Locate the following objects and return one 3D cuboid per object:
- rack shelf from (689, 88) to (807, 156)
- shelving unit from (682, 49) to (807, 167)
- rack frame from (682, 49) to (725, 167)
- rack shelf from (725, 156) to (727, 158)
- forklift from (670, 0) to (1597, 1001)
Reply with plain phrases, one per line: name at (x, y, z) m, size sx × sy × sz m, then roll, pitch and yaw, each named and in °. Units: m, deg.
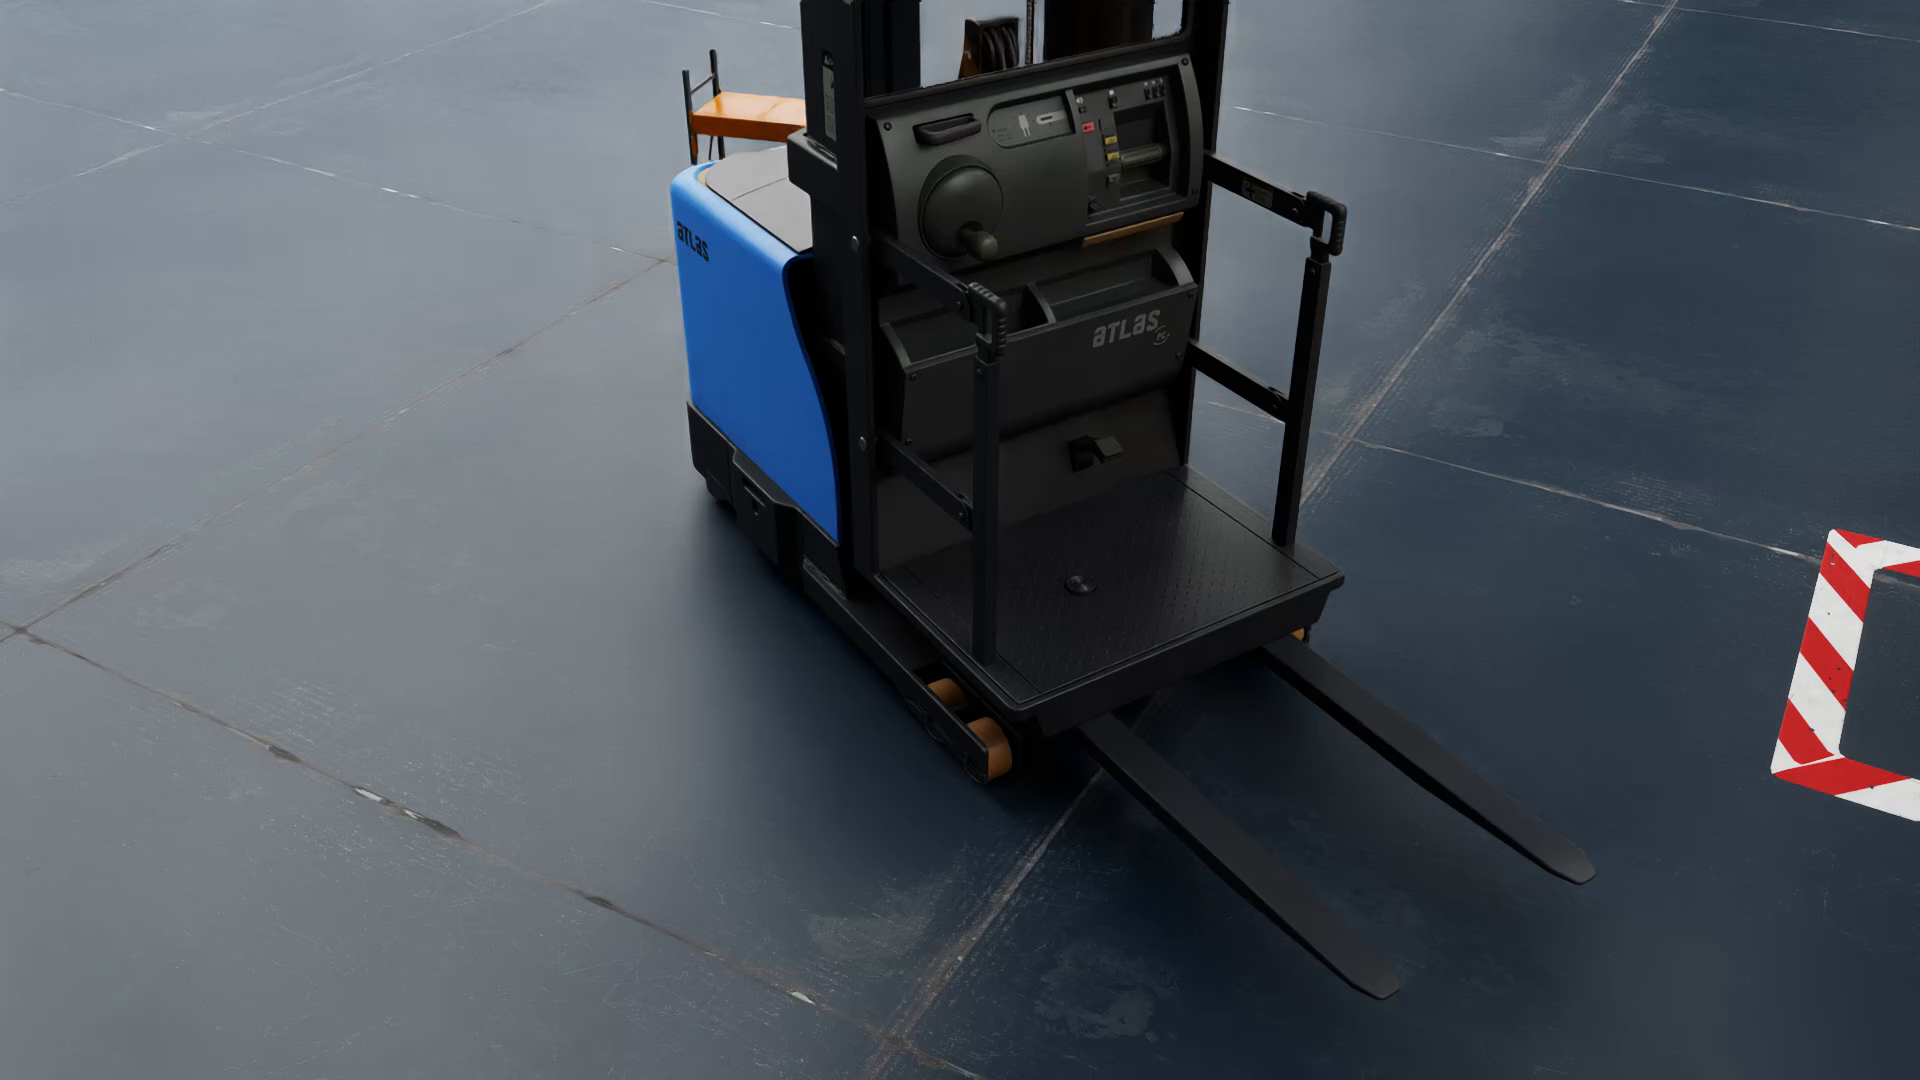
rack shelf at (-0.619, -1.363, 5.501) m, size 0.480 × 0.148 × 0.258 m, roll 9°, pitch 34°, yaw 14°
shelving unit at (-0.616, -1.035, 5.718) m, size 0.503 × 1.200 × 0.258 m, roll 9°, pitch 34°, yaw 14°
rack frame at (-0.850, -1.072, 5.776) m, size 0.015 × 1.200 × 0.240 m, roll 9°, pitch 34°, yaw 14°
rack shelf at (-0.617, -1.166, 5.632) m, size 0.480 × 0.148 × 0.258 m, roll 9°, pitch 34°, yaw 14°
forklift at (0.332, -0.893, 3.947) m, size 1.130 × 2.935 × 3.031 m, roll -20°, pitch 38°, yaw -27°
